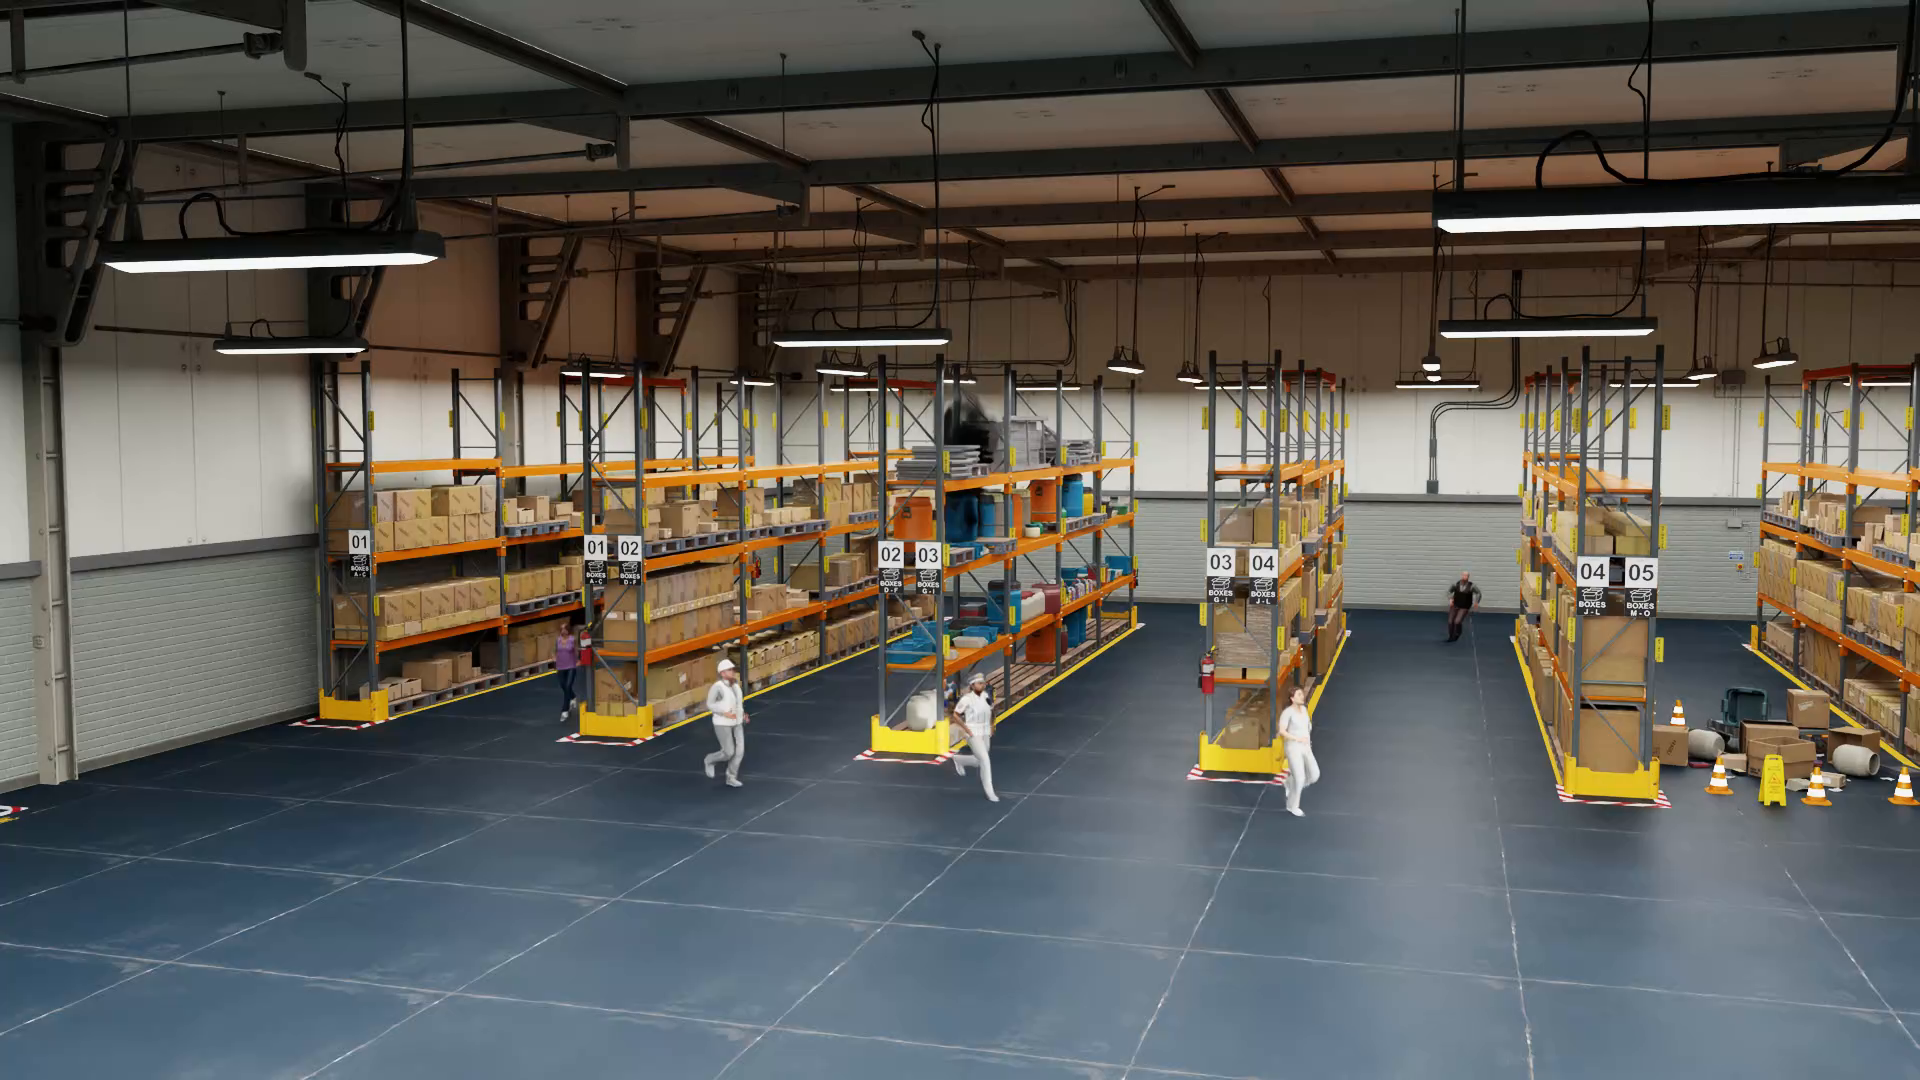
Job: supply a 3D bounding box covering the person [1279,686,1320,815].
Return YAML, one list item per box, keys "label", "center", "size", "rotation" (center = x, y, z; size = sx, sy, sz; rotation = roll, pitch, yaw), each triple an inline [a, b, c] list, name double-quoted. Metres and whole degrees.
- label: "person"
  center: [4.299, 2.676, 21.194]
  size: [0.601, 1.636, 0.578]
  rotation: [-3, 5, -37]

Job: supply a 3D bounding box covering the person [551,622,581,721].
- label: "person"
  center: [-6.642, 2.188, 28.123]
  size: [0.538, 1.605, 0.877]
  rotation: [0, 4, 6]

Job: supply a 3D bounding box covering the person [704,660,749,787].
- label: "person"
  center: [-3.208, 2.504, 22.846]
  size: [0.658, 1.729, 0.660]
  rotation: [3, 5, 37]

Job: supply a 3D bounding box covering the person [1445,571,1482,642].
- label: "person"
  center: [11.275, 1.512, 37.374]
  size: [0.766, 1.637, 0.589]
  rotation: [3, 5, 34]

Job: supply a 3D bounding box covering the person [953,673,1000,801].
- label: "person"
  center: [0.203, 2.610, 22.242]
  size: [0.952, 1.698, 0.554]
  rotation: [4, 6, 45]
